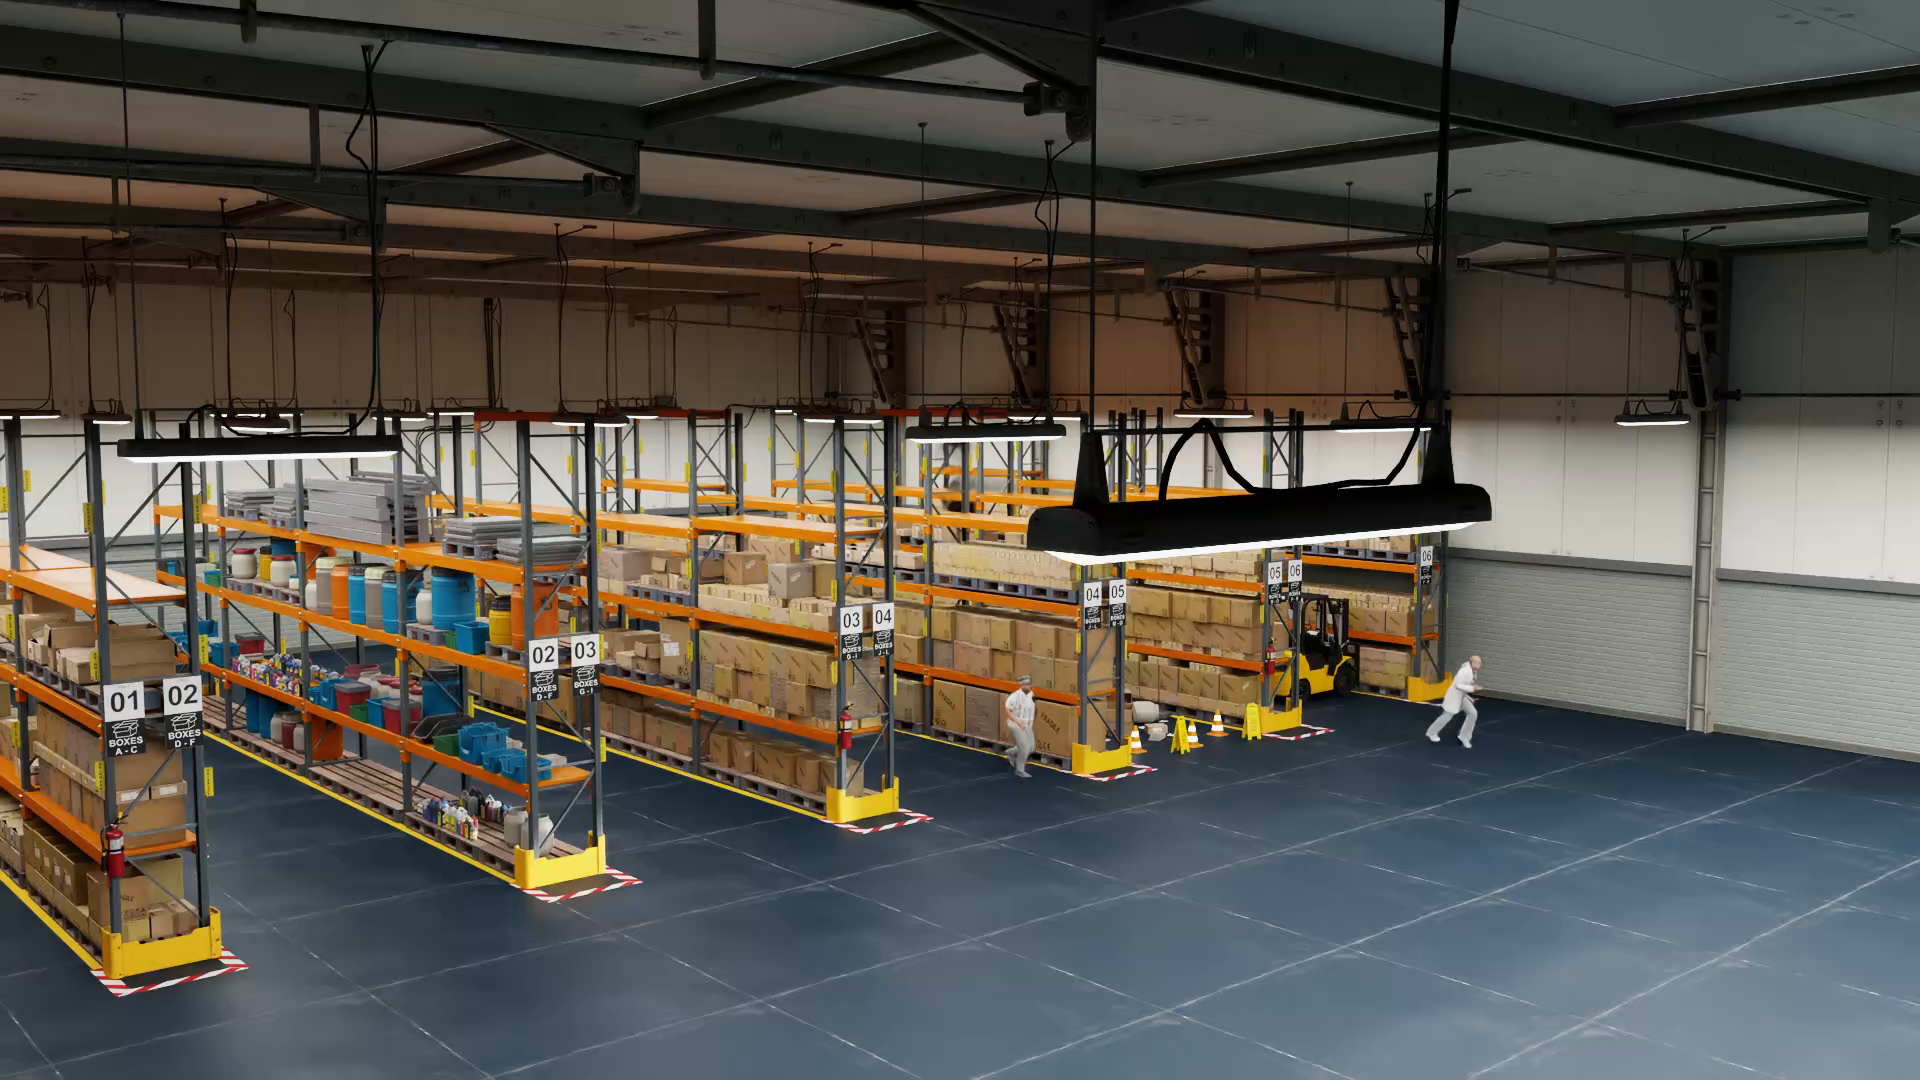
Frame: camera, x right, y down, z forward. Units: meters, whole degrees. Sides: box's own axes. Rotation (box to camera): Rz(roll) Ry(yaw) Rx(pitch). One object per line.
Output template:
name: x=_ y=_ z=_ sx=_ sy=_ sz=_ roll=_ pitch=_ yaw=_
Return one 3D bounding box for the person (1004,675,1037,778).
person: x=0.960 y=3.076 z=27.584 sx=0.644 sy=1.737 sz=0.682 roll=5 pitch=7 yaw=43

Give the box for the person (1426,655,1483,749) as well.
person: x=8.916 y=2.900 z=29.923 sx=1.073 sy=1.733 sz=0.753 roll=4 pitch=6 yaw=39
